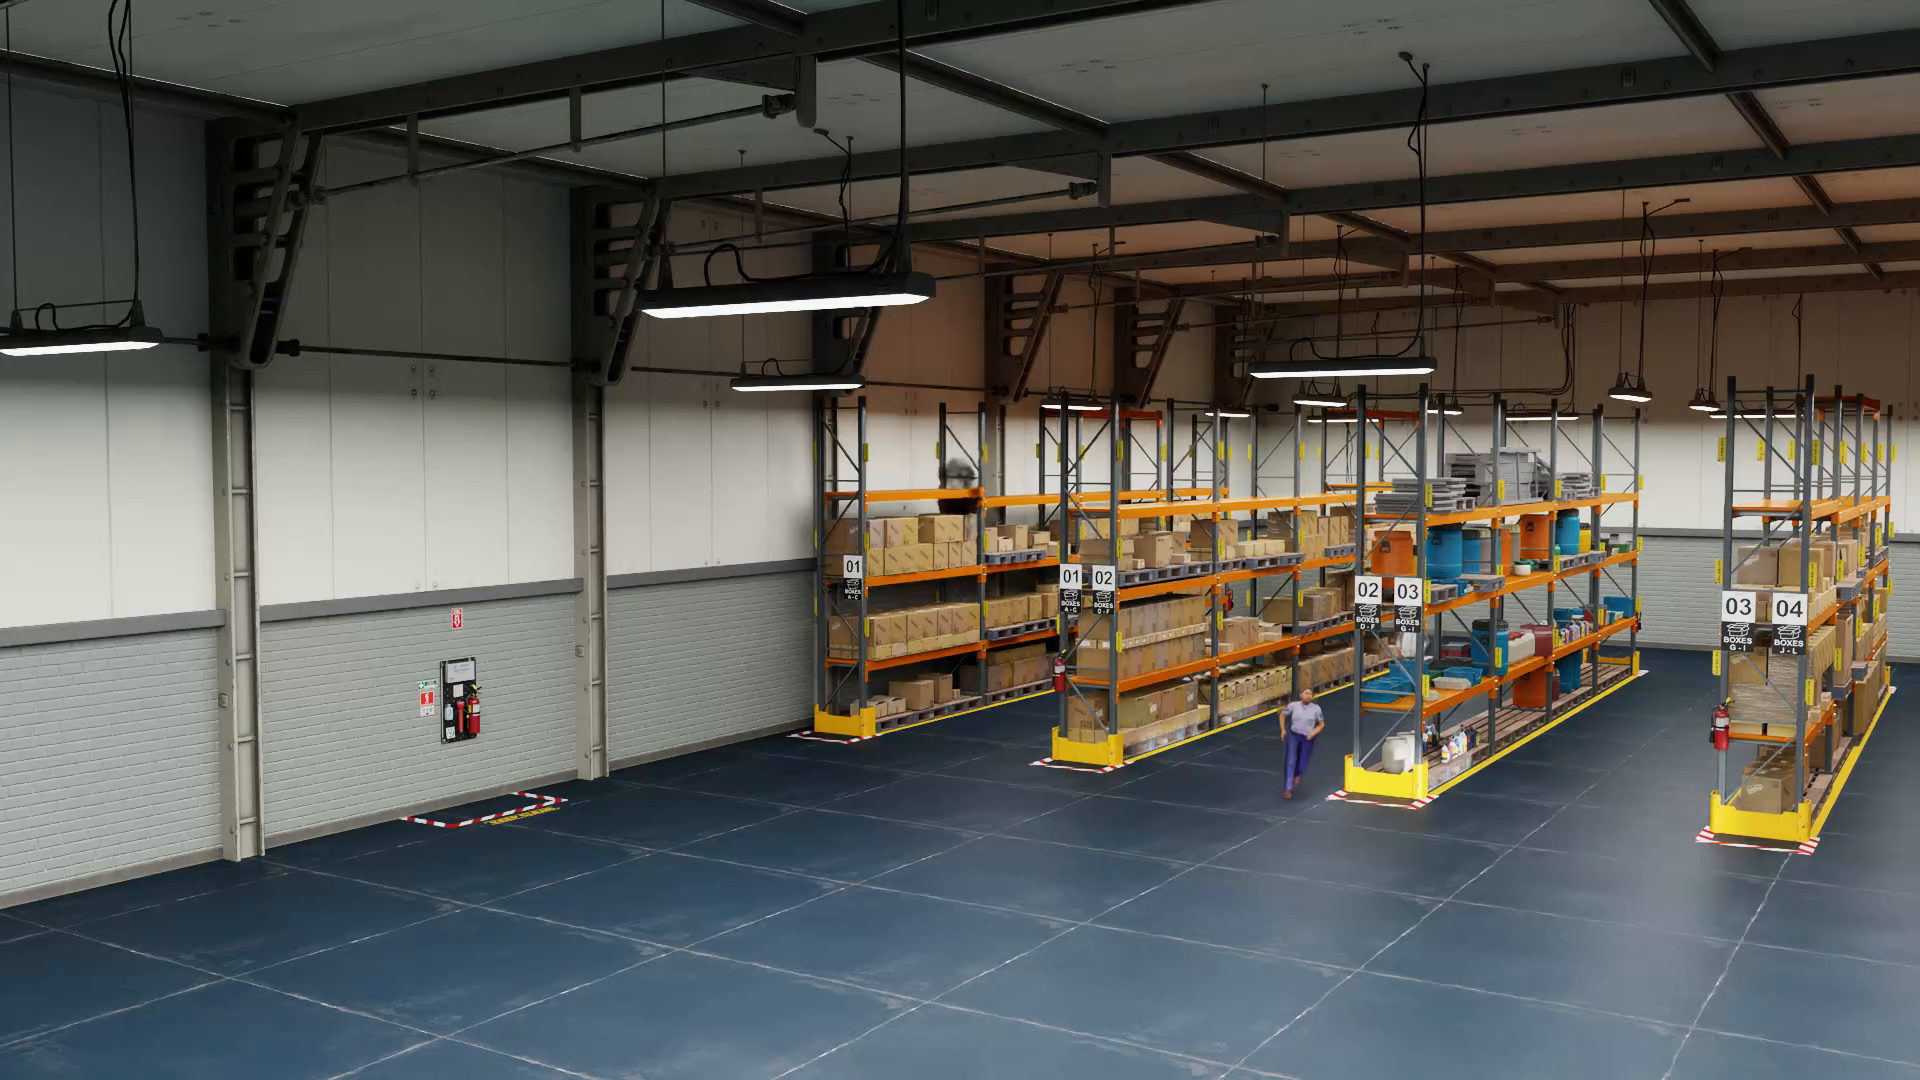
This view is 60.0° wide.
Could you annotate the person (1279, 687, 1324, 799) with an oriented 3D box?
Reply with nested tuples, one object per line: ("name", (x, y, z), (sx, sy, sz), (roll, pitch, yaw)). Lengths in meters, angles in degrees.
("person", (4.991, 2.935, 24.302), (0.649, 1.605, 0.769), (1, 3, 9))

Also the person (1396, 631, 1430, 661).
("person", (9.223, 2.361, 33.965), (0.629, 1.743, 0.717), (1, 3, 22))
